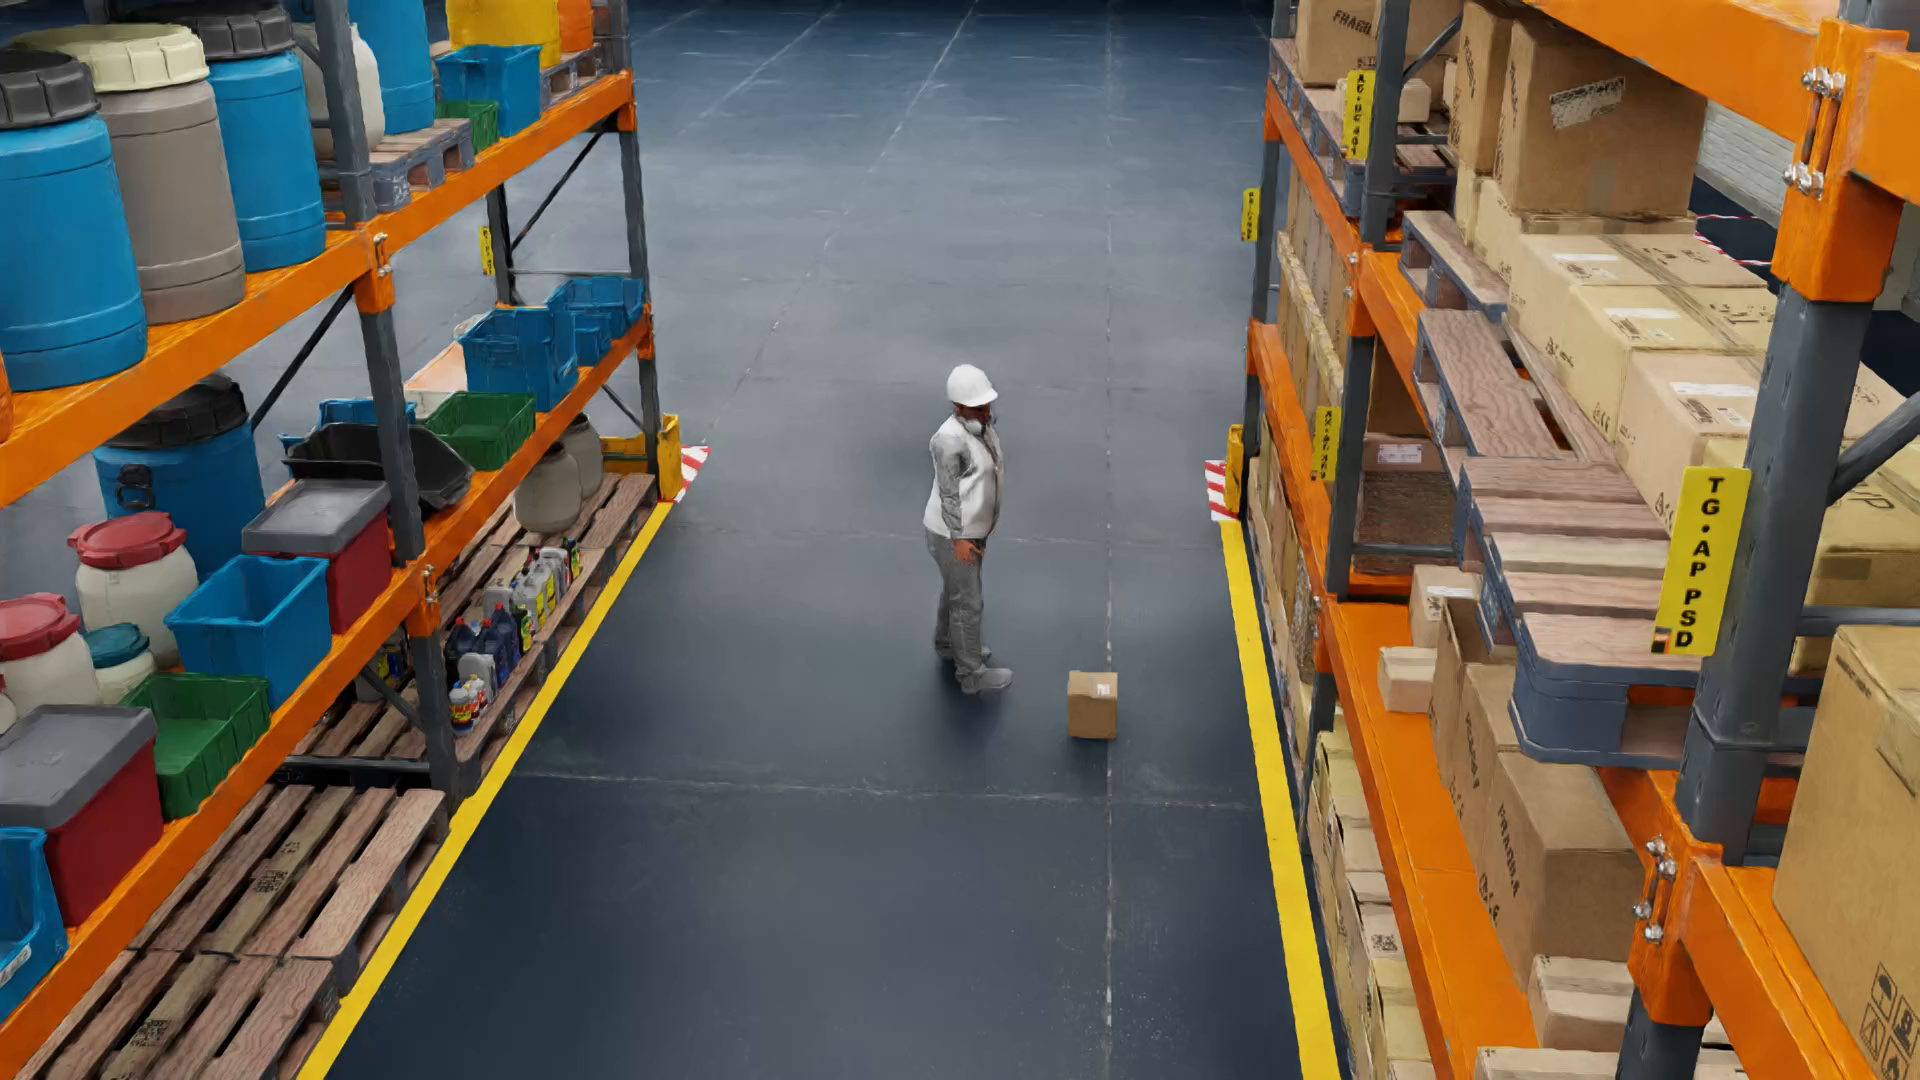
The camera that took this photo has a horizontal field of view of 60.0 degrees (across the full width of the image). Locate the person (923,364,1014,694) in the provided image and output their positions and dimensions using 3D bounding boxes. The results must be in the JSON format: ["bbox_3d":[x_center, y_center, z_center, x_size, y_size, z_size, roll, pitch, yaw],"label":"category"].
[{"bbox_3d":[0.064,-0.076,8.699,0.525,1.779,0.574,9,26,18],"label":"person"}]
